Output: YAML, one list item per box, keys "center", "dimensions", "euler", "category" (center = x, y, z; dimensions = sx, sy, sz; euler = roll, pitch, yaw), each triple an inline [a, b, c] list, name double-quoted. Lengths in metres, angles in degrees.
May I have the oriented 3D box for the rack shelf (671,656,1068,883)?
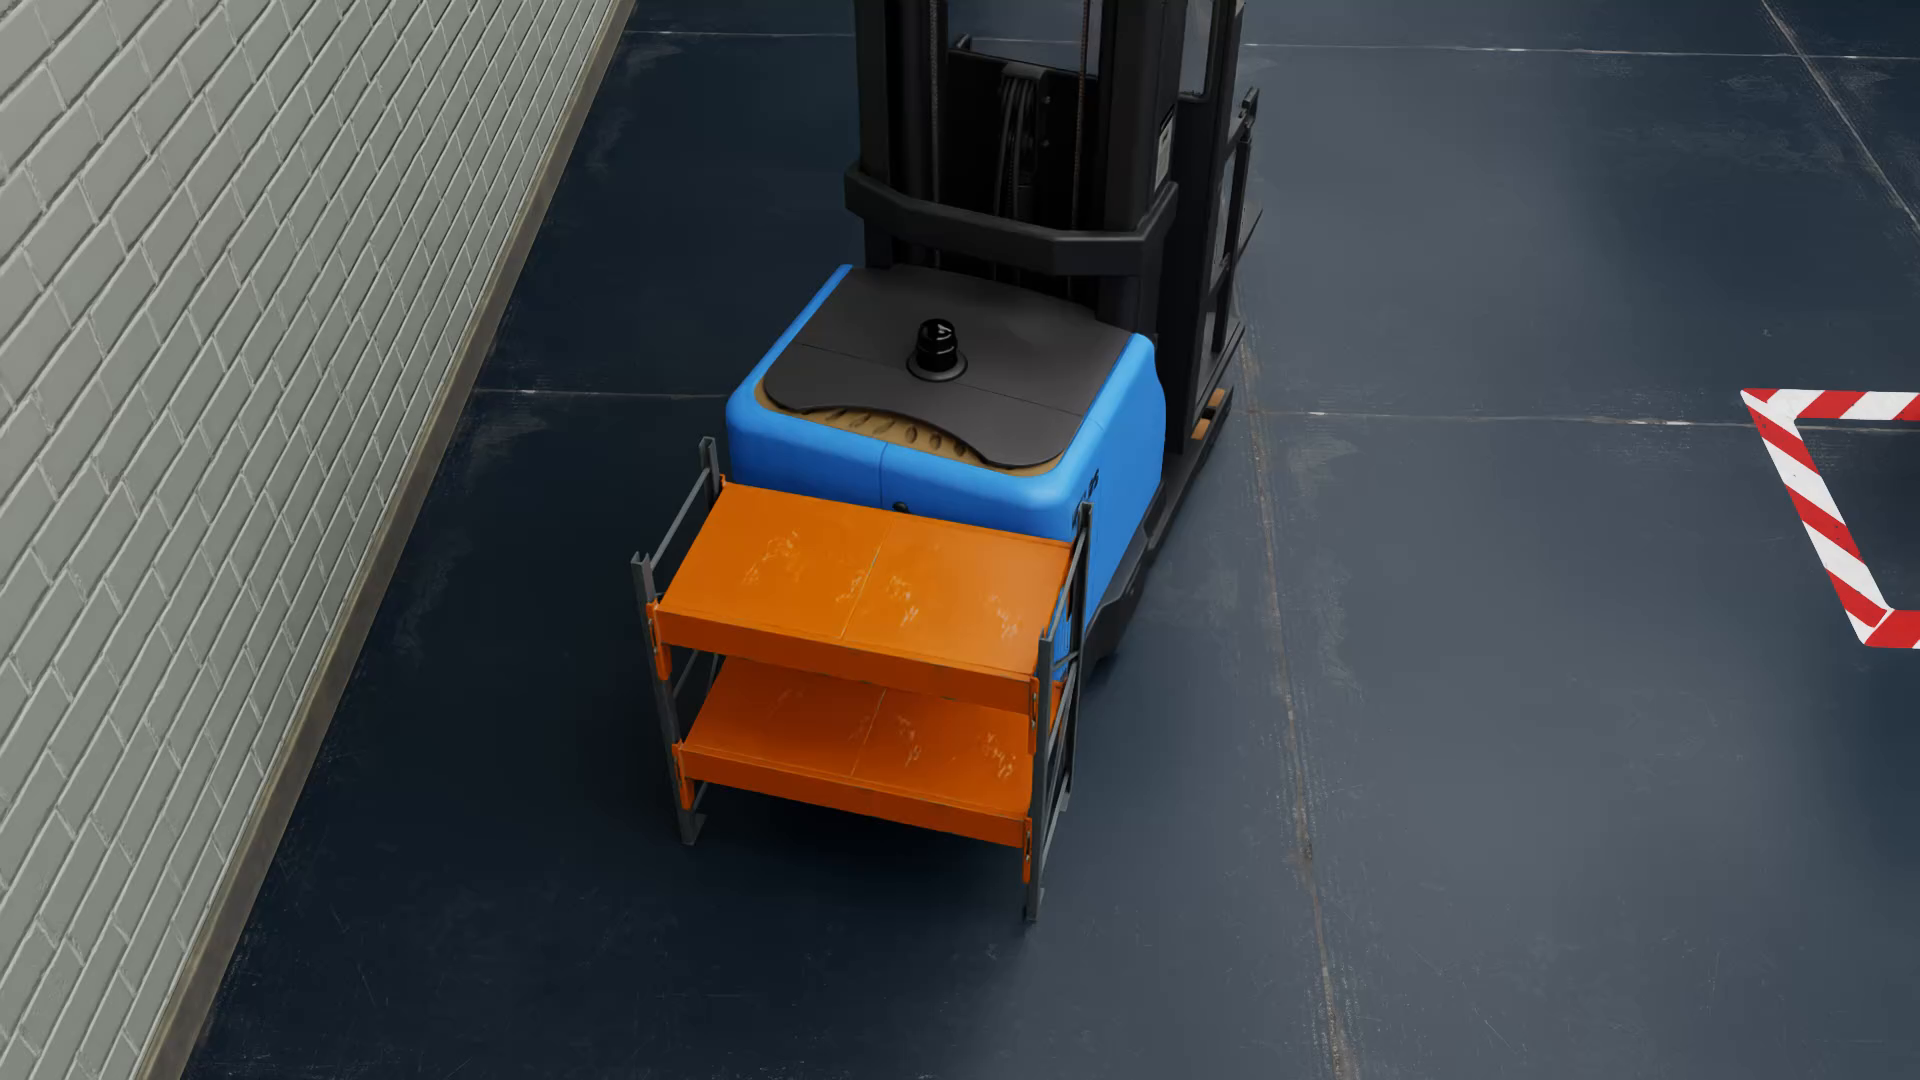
- center: [-0.232, 0.571, 4.670]
  dimensions: [1.000, 0.278, 0.538]
  euler: [10, 44, 11]
  category: "rack shelf"

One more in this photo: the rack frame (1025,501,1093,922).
- center: [0.260, 0.480, 4.410]
  dimensions: [0.032, 1.125, 0.500]
  euler: [10, 44, 11]
  category: "rack frame"

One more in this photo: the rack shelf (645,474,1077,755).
- center: [-0.232, 0.178, 4.304]
  dimensions: [1.000, 0.278, 0.538]
  euler: [10, 44, 11]
  category: "rack shelf"

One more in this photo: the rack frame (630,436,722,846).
- center: [-0.724, 0.305, 4.598]
  dimensions: [0.032, 1.125, 0.500]
  euler: [10, 44, 11]
  category: "rack frame"

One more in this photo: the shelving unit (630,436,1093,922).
- center: [-0.232, 0.392, 4.504]
  dimensions: [1.048, 1.125, 0.538]
  euler: [10, 44, 11]
  category: "shelving unit"

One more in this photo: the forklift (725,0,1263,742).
- center: [0.366, -1.458, 5.165]
  dimensions: [1.130, 2.935, 3.031]
  euler: [16, 45, 16]
  category: "forklift"
